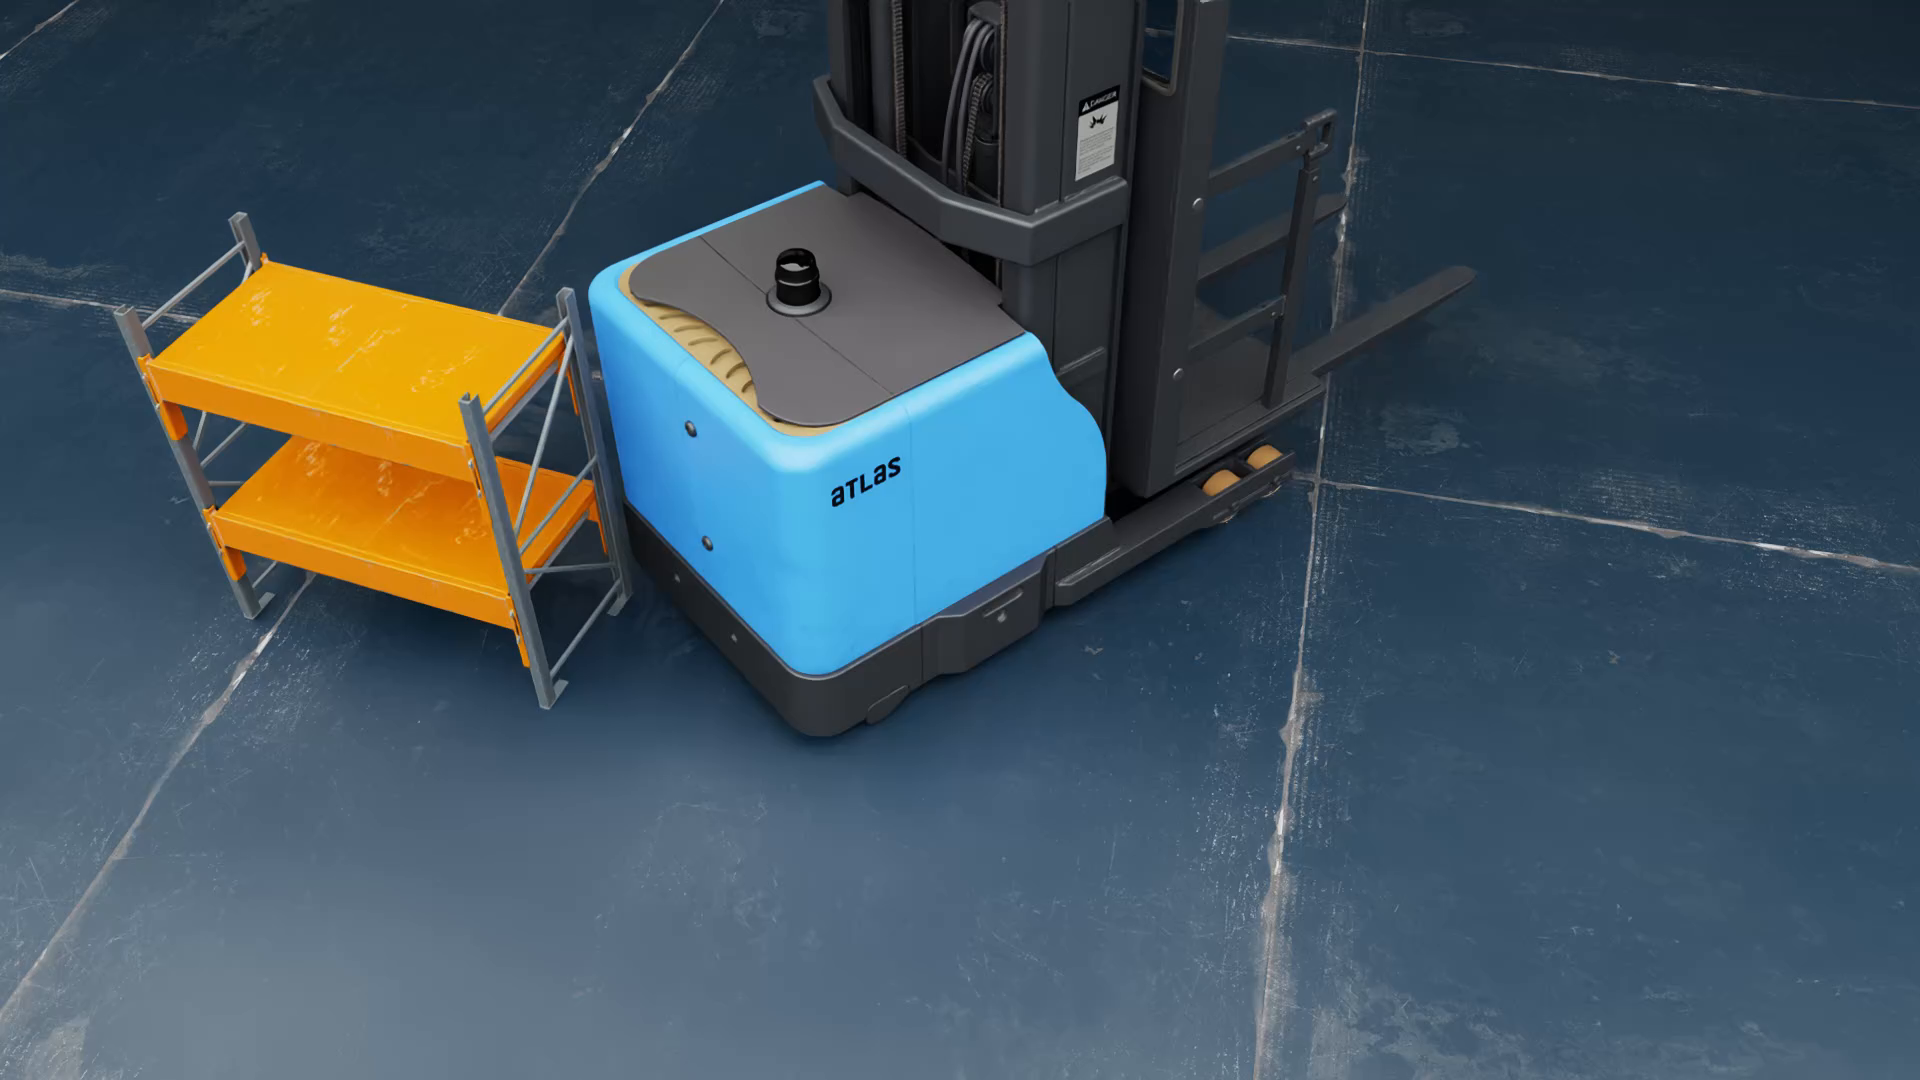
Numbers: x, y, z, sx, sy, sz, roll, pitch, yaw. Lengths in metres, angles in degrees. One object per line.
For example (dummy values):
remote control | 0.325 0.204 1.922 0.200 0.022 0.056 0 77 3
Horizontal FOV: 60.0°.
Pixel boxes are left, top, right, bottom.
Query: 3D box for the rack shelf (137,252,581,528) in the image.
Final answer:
rack shelf | -1.576 -0.418 4.451 1.000 0.278 0.538 14 46 14

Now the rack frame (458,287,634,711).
rack frame | -1.099 -0.085 4.527 0.032 1.125 0.500 14 46 14

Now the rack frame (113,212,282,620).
rack frame | -2.053 -0.330 4.782 0.032 1.125 0.500 14 46 14

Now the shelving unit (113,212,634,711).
shelving unit | -1.576 -0.207 4.654 1.048 1.125 0.538 14 46 14

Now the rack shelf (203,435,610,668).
rack shelf | -1.576 -0.031 4.824 1.000 0.278 0.538 14 46 14

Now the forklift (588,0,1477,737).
forklift | 0.454 -1.371 4.561 3.031 2.935 1.130 -29 51 -27
